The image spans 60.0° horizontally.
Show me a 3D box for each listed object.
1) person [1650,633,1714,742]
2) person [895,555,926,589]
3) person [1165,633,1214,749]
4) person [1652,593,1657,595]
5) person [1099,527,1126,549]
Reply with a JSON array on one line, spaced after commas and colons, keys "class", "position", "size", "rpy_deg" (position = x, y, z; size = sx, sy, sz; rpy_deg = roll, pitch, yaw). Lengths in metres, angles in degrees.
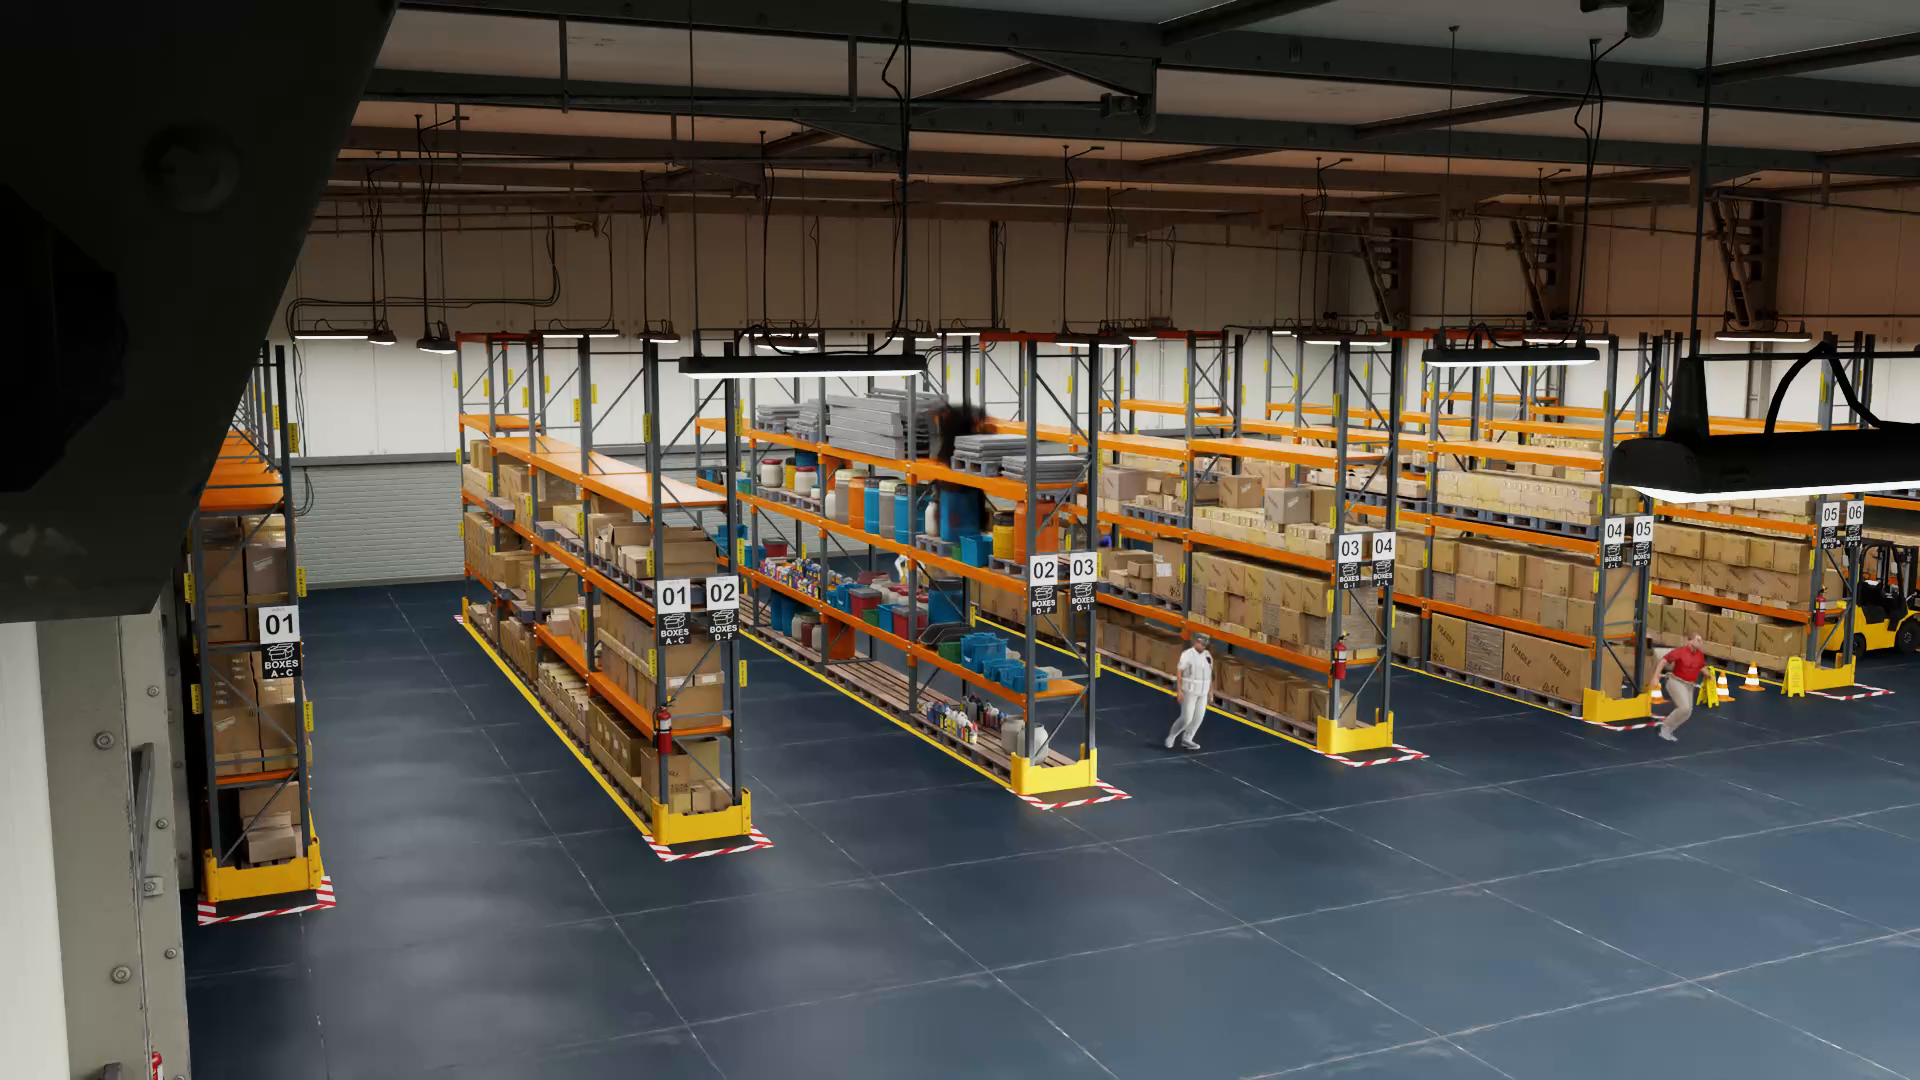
[{"class": "person", "position": [10.846, 2.214, 24.805], "size": [0.862, 1.652, 0.662], "rpy_deg": [-5, 9, -32]}, {"class": "person", "position": [-0.984, 0.788, 34.923], "size": [0.592, 1.655, 0.620], "rpy_deg": [-4, 9, -29]}, {"class": "person", "position": [3.380, 2.207, 24.252], "size": [0.696, 1.718, 0.457], "rpy_deg": [-5, 9, -32]}, {"class": "person", "position": [14.328, 0.875, 34.153], "size": [0.697, 1.727, 0.890], "rpy_deg": [-5, 9, -33]}, {"class": "person", "position": [3.445, 0.515, 37.198], "size": [0.564, 1.690, 0.728], "rpy_deg": [-4, 9, -26]}]
